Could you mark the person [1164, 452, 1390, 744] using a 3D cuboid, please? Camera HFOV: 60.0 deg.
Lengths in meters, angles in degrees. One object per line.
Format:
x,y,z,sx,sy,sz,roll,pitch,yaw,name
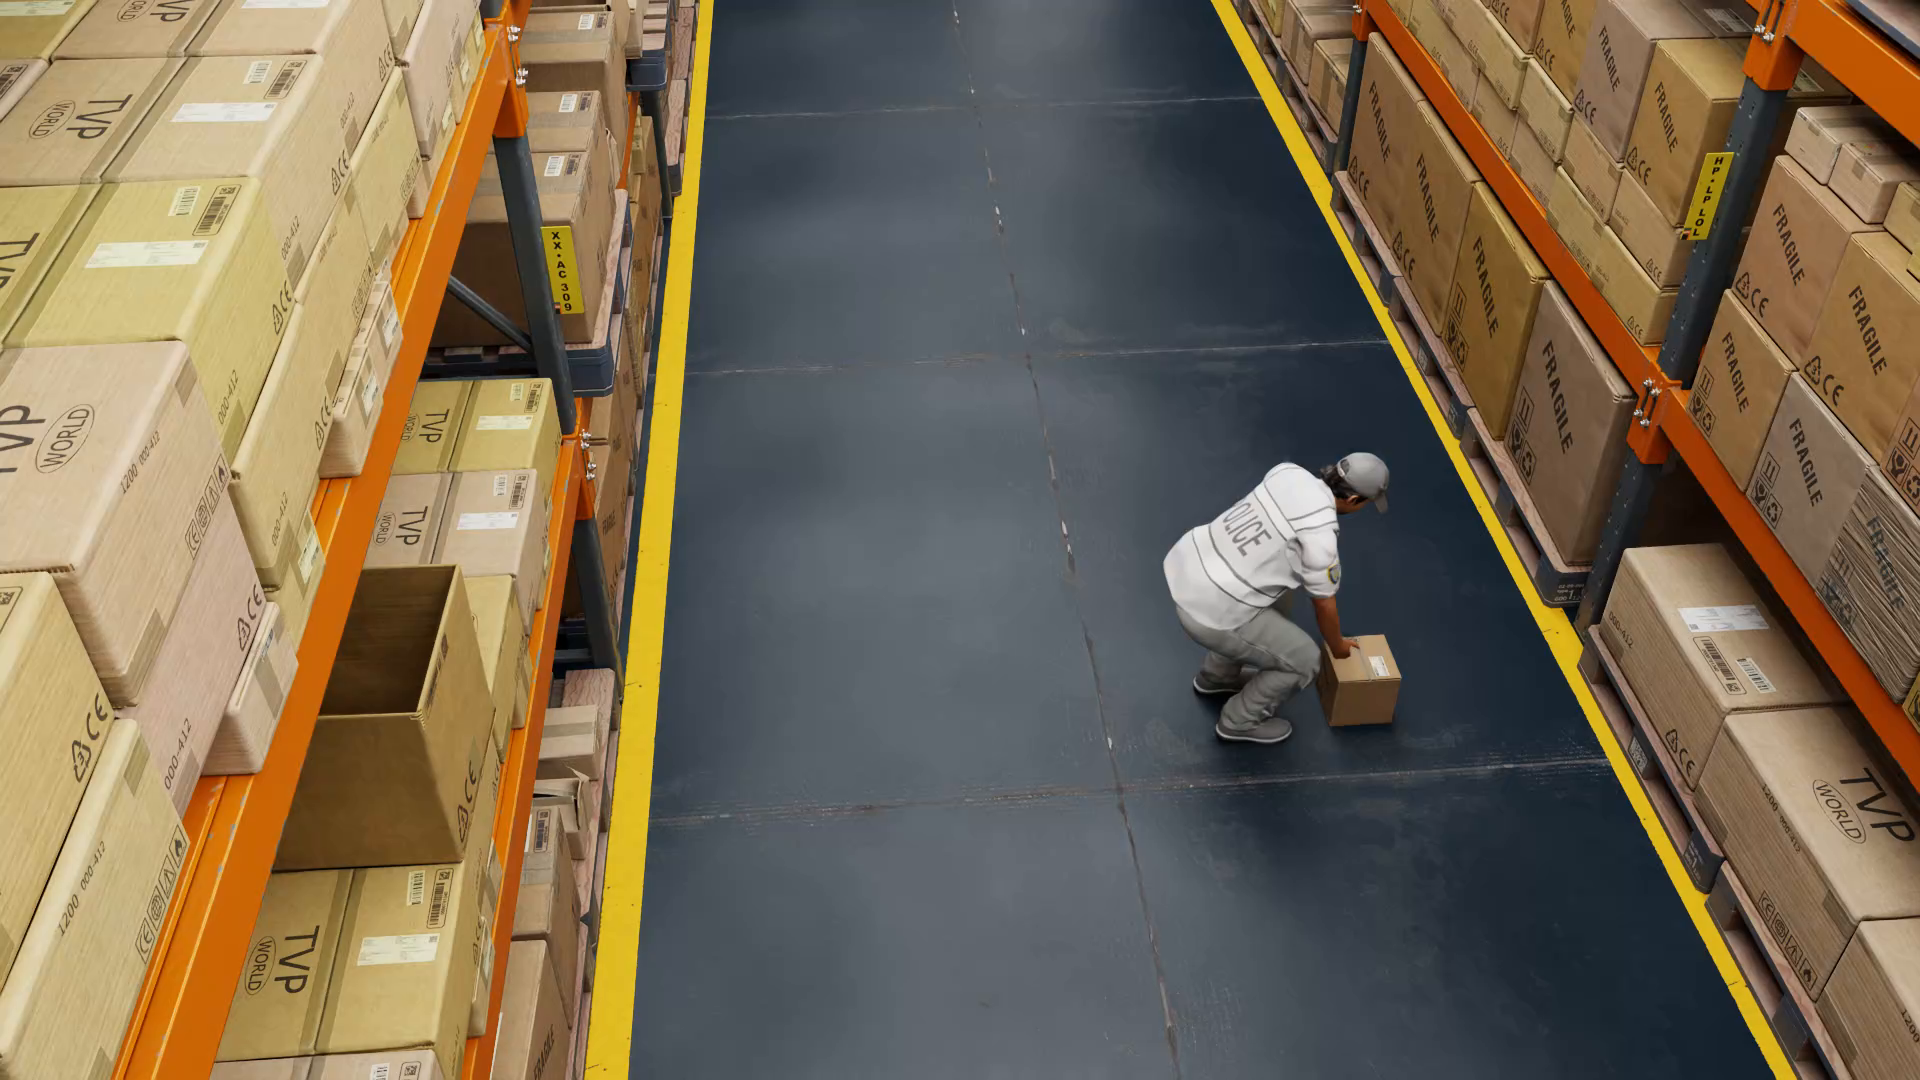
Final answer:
1.168,0.190,6.289,0.806,1.207,0.536,-3,39,-4,person
